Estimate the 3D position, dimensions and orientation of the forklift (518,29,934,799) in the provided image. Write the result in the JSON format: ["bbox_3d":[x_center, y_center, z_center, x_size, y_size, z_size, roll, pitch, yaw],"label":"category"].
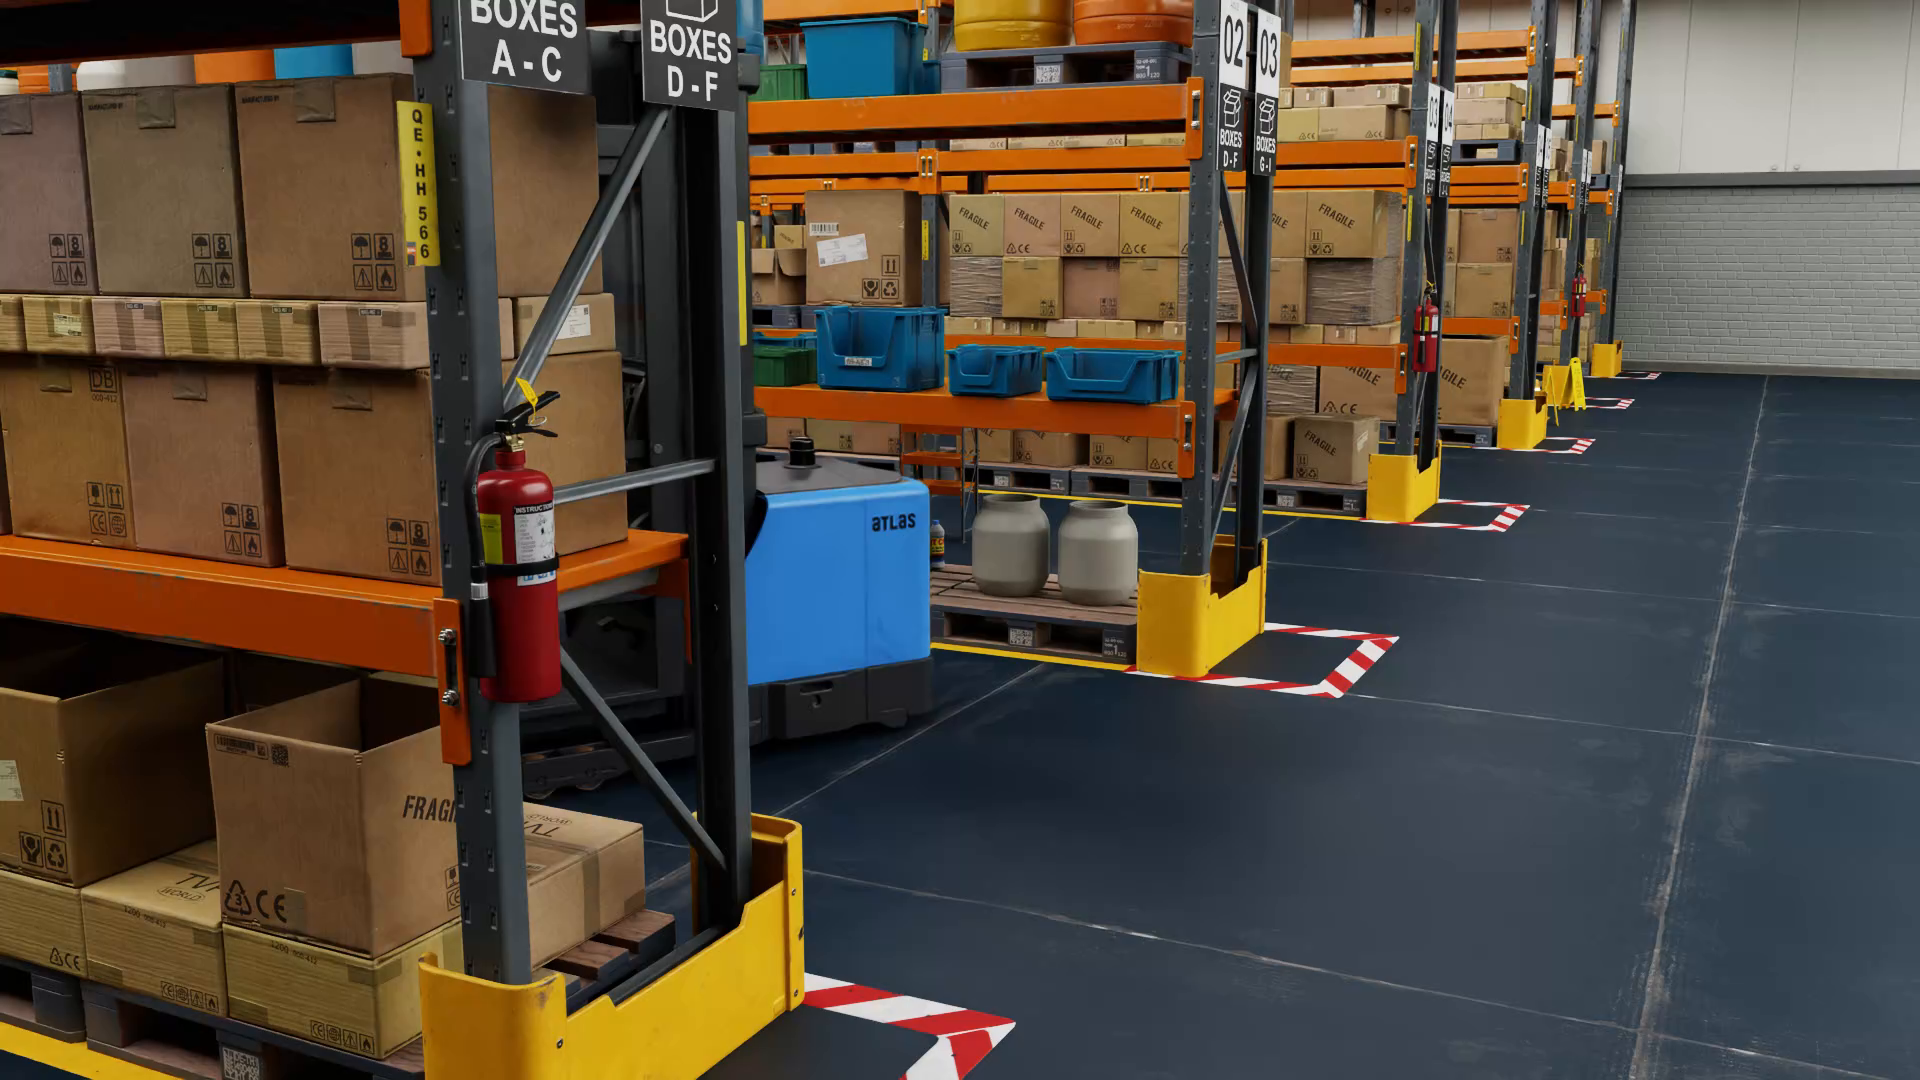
[{"bbox_3d":[-1.636,-0.567,6.634,3.031,2.935,1.130,-6,12,-31],"label":"forklift"}]

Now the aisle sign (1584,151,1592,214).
[{"bbox_3d":[8.118,-4.611,21.484,0.004,0.787,0.394,5,11,26],"label":"aisle sign"}]

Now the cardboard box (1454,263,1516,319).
[{"bbox_3d":[5.473,-2.584,17.165,0.550,0.550,0.875,5,11,26],"label":"cardboard box"}]

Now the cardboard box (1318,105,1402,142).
[{"bbox_3d":[2.995,-3.104,12.455,0.500,0.250,0.500,5,12,27],"label":"cardboard box"}]

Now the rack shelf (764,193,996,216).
[{"bbox_3d":[-1.043,-5.197,25.619,4.000,0.370,1.077,5,11,26],"label":"rack shelf"}]

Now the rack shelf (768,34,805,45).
[{"bbox_3d":[-2.437,-9.417,31.180,4.000,0.370,1.077,5,11,26],"label":"rack shelf"}]

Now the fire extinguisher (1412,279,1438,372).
[{"bbox_3d":[3.439,-1.583,12.274,0.183,0.674,0.296,5,11,26],"label":"fire extinguisher"}]

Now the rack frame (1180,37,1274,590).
[{"bbox_3d":[1.349,-0.913,8.353,0.127,3.000,1.000,5,11,26],"label":"rack frame"}]

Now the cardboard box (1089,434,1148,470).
[{"bbox_3d":[1.403,-0.878,13.997,0.500,0.500,0.500,4,11,21],"label":"cardboard box"}]

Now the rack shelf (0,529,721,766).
[{"bbox_3d":[-2.640,0.074,4.918,4.000,0.370,1.077,5,11,26],"label":"rack shelf"}]

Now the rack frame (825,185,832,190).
[{"bbox_3d":[-1.349,-3.119,20.540,0.127,3.000,1.000,5,11,26],"label":"rack frame"}]

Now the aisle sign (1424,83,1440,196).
[{"bbox_3d":[3.463,-2.931,12.200,0.004,0.787,0.394,5,11,26],"label":"aisle sign"}]

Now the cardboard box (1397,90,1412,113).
[{"bbox_3d":[3.395,-3.361,12.758,0.250,0.149,0.380,5,11,25],"label":"cardboard box"}]

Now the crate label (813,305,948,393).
[{"bbox_3d":[-0.422,-1.032,8.912,0.616,0.435,0.502,5,11,26],"label":"crate label"}]

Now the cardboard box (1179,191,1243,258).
[{"bbox_3d":[2.039,-2.474,13.053,0.500,0.500,0.500,5,11,26],"label":"cardboard box"}]

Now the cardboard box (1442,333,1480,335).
[{"bbox_3d":[6.622,-2.572,21.952,0.500,0.500,0.500,6,12,28],"label":"cardboard box"}]

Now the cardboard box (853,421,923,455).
[{"bbox_3d":[-0.588,-1.058,14.935,0.500,0.500,0.700,4,11,21],"label":"cardboard box"}]

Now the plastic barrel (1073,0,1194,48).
[{"bbox_3d":[0.857,-2.825,8.110,0.708,0.830,0.600,5,11,26],"label":"plastic barrel"}]

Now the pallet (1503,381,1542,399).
[{"bbox_3d":[7.144,-1.990,22.135,1.213,0.211,1.003,5,11,26],"label":"pallet"}]

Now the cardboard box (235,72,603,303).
[{"bbox_3d":[-1.307,-0.853,4.096,0.500,0.500,0.700,5,11,26],"label":"cardboard box"}]

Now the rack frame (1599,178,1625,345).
[{"bbox_3d":[10.118,-4.080,25.850,0.127,3.000,1.000,5,11,26],"label":"rack frame"}]

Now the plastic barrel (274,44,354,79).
[{"bbox_3d":[-3.964,-3.059,10.382,0.708,0.901,0.600,5,11,26],"label":"plastic barrel"}]

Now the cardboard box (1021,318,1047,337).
[{"bbox_3d":[0.696,-1.776,13.823,0.250,0.149,0.380,5,11,26],"label":"cardboard box"}]

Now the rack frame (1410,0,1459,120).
[{"bbox_3d":[3.540,-4.656,12.189,0.127,3.000,1.000,5,11,26],"label":"rack frame"}]

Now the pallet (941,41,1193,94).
[{"bbox_3d":[0.650,-2.377,8.549,1.213,0.211,1.003,5,11,26],"label":"pallet"}]

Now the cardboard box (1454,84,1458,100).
[{"bbox_3d":[4.920,-4.501,16.763,0.250,0.149,0.380,5,12,27],"label":"cardboard box"}]

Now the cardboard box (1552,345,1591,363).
[{"bbox_3d":[9.557,-2.920,25.984,0.500,0.250,0.500,5,11,26],"label":"cardboard box"}]

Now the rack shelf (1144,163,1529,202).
[{"bbox_3d":[4.032,-3.768,17.724,4.000,0.370,1.077,5,11,26],"label":"rack shelf"}]

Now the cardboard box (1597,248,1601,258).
[{"bbox_3d":[9.929,-4.516,26.160,0.250,0.149,0.380,5,11,24],"label":"cardboard box"}]

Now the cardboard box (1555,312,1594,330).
[{"bbox_3d":[9.567,-3.412,25.894,0.500,0.250,0.500,5,12,28],"label":"cardboard box"}]

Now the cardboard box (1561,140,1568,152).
[{"bbox_3d":[7.697,-5.092,21.488,0.250,0.149,0.380,5,11,25],"label":"cardboard box"}]

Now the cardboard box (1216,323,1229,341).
[{"bbox_3d":[2.065,-1.666,13.218,0.250,0.149,0.380,5,11,26],"label":"cardboard box"}]

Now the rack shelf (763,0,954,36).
[{"bbox_3d":[-1.841,-4.578,14.901,4.000,0.370,1.077,5,11,26],"label":"rack shelf"}]

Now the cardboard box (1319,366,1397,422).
[{"bbox_3d":[4.398,-1.761,17.826,0.875,0.875,0.875,5,11,25],"label":"cardboard box"}]

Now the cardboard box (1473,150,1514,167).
[{"bbox_3d":[6.902,-4.875,21.405,0.500,0.250,0.500,5,11,25],"label":"cardboard box"}]

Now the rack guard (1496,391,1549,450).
[{"bbox_3d":[5.847,-1.256,17.269,0.348,0.500,1.175,5,11,26],"label":"rack guard"}]

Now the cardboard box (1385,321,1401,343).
[{"bbox_3d":[3.390,-1.641,13.080,0.250,0.149,0.380,5,11,26],"label":"cardboard box"}]

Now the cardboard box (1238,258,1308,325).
[{"bbox_3d":[2.558,-1.968,13.064,0.500,0.500,0.875,5,11,26],"label":"cardboard box"}]

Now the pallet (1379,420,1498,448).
[{"bbox_3d":[5.074,-1.167,17.584,1.213,0.211,1.003,5,11,26],"label":"pallet"}]

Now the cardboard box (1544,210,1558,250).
[{"bbox_3d":[7.370,-3.980,21.374,0.500,0.500,0.700,5,11,24],"label":"cardboard box"}]

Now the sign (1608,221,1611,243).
[{"bbox_3d":[9.865,-4.681,25.253,0.005,0.325,0.100,5,11,26],"label":"sign"}]

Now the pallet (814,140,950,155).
[{"bbox_3d":[-0.554,-3.469,14.578,1.003,0.211,1.213,5,11,26],"label":"pallet"}]

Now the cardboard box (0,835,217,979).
[{"bbox_3d":[-2.361,0.952,4.587,0.500,0.250,0.500,5,11,26],"label":"cardboard box"}]

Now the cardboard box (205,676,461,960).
[{"bbox_3d":[-1.459,0.660,4.095,0.500,0.500,0.500,5,11,26],"label":"cardboard box"}]

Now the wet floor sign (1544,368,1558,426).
[{"bbox_3d":[6.727,-1.644,19.001,0.232,0.644,0.267,3,11,16],"label":"wet floor sign"}]

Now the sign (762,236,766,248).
[{"bbox_3d":[-3.081,-4.609,26.119,0.005,0.325,0.100,5,11,26],"label":"sign"}]

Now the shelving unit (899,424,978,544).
[{"bbox_3d":[-0.148,-0.603,11.695,0.503,1.200,0.258,5,11,26],"label":"shelving unit"}]

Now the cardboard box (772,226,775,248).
[{"bbox_3d":[-3.156,-4.850,27.016,0.500,0.500,0.500,5,11,26],"label":"cardboard box"}]

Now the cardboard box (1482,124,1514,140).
[{"bbox_3d":[5.377,-4.069,16.611,0.250,0.149,0.380,5,11,26],"label":"cardboard box"}]

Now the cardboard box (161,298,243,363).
[{"bbox_3d":[-1.738,-0.531,4.139,0.250,0.149,0.380,5,11,25],"label":"cardboard box"}]

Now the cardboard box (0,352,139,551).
[{"bbox_3d":[-2.175,-0.291,4.635,0.500,0.500,0.700,5,11,26],"label":"cardboard box"}]
